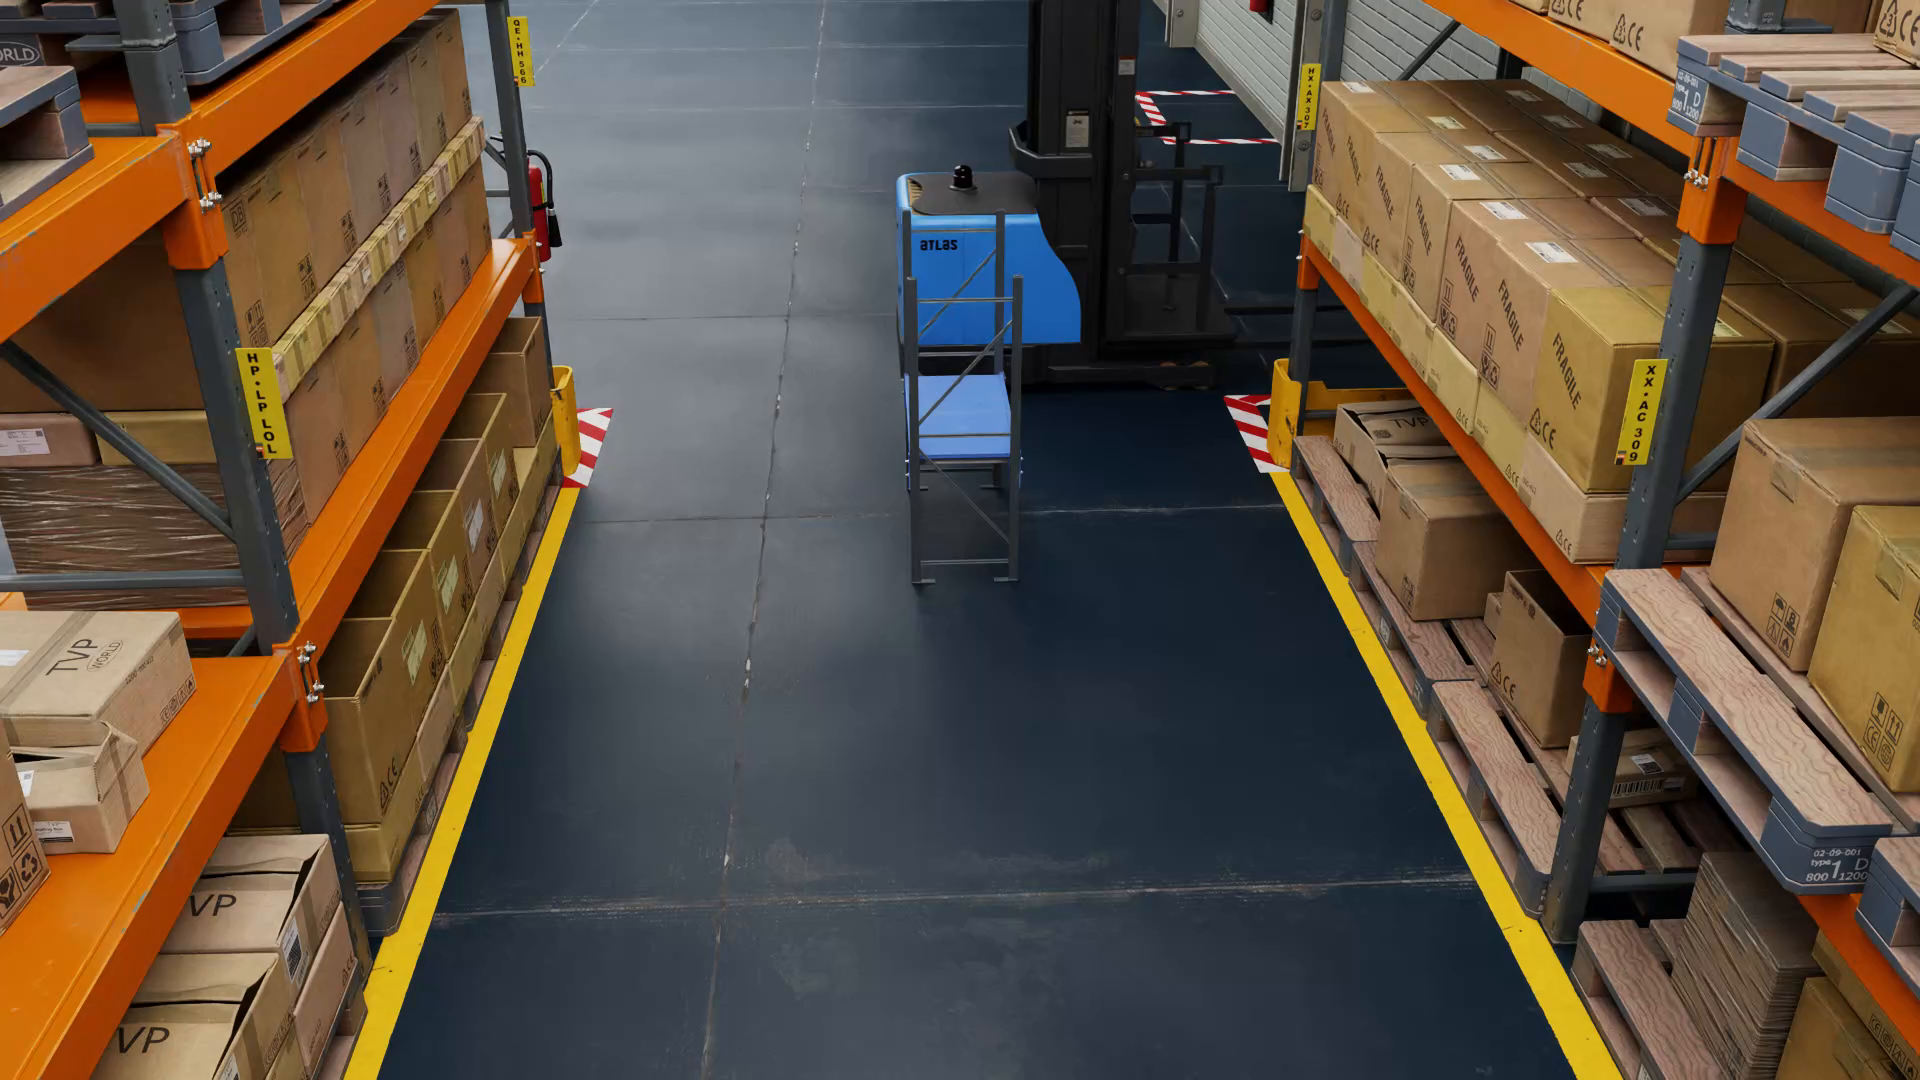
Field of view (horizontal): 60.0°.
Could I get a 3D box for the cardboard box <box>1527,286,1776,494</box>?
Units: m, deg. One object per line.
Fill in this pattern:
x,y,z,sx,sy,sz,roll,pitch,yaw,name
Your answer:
2.164,-0.483,5.262,0.500,0.500,0.500,-1,28,-3,cardboard box

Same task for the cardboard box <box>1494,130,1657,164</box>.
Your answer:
2.574,-1.435,7.088,0.500,0.500,0.500,-2,28,-4,cardboard box

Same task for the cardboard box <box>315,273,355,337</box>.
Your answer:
-2.324,-0.808,5.746,0.380,0.149,0.250,-2,28,-4,cardboard box

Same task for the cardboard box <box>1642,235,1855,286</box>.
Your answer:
2.659,-0.733,5.742,0.500,0.500,0.500,-2,28,-3,cardboard box

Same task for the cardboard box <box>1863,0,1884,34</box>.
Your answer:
2.724,-1.613,4.725,0.500,0.500,0.500,0,28,-1,cardboard box

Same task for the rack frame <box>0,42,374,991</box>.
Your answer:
-2.449,0.124,4.768,1.000,3.000,0.127,-1,28,-3,rack frame

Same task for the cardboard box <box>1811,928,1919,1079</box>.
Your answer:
2.579,1.126,4.263,0.500,0.250,0.500,-2,28,-4,cardboard box

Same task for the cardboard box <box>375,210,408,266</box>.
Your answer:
-2.364,-1.167,6.434,0.380,0.149,0.250,-2,28,-3,cardboard box

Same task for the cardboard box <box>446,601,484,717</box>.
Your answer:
-2.212,0.474,6.618,0.500,0.250,0.500,-1,28,-3,cardboard box

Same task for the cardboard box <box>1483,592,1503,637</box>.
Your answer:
2.434,0.333,6.976,0.380,0.149,0.250,-4,28,-7,cardboard box

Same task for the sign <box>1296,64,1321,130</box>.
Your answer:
1.747,-2.215,8.317,0.100,0.325,0.005,-1,28,-3,sign

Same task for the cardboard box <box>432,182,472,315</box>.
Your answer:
-2.614,-1.309,7.408,0.700,0.500,0.500,-1,28,-1,cardboard box

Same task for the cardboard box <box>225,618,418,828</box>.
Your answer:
-2.161,0.603,5.559,0.500,0.500,0.500,-1,28,-3,cardboard box

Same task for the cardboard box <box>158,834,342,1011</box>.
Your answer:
-2.142,1.089,4.832,0.500,0.311,0.500,-1,28,-3,cardboard box

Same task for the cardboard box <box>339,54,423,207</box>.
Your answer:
-2.583,-1.627,6.614,0.700,0.500,0.500,-1,28,-2,cardboard box

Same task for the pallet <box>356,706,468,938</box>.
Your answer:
-2.449,0.992,6.119,1.003,0.211,1.213,-1,28,-3,pallet

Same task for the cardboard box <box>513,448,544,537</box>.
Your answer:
-2.297,-0.219,7.945,0.500,0.250,0.500,-1,28,-3,cardboard box

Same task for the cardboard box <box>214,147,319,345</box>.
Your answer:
-2.506,-0.933,5.285,0.700,0.500,0.500,-1,28,-3,cardboard box

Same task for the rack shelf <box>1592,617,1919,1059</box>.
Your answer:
2.602,1.245,3.396,1.077,0.370,4.000,-1,28,-3,rack shelf

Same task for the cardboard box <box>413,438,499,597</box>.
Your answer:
-2.241,-0.090,6.887,0.500,0.500,0.500,-1,28,-3,cardboard box

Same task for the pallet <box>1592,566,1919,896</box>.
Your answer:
2.392,0.444,4.362,1.003,0.211,1.213,-1,28,-3,pallet

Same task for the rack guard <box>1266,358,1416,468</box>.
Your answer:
2.293,-0.701,9.053,1.175,0.500,0.348,-1,28,-3,rack guard

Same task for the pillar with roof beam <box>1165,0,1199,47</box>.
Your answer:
-1.736,-9.640,17.002,9.100,9.000,0.400,-1,28,-3,pillar with roof beam

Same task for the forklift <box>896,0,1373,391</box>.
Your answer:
1.132,-2.440,9.758,3.031,2.935,1.130,-2,28,-3,forklift

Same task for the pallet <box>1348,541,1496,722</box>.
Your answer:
2.361,0.365,7.322,1.003,0.211,1.213,-1,28,-3,pallet

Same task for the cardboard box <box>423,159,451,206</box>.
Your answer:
-2.408,-1.528,7.126,0.380,0.149,0.250,-1,28,-2,cardboard box

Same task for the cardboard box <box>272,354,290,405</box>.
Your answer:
-2.283,-0.452,5.064,0.380,0.149,0.250,-1,28,-2,cardboard box

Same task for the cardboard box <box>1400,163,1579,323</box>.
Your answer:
2.089,-1.186,6.610,0.500,0.500,0.500,-1,28,-1,cardboard box

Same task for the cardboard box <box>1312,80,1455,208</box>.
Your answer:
2.014,-1.892,7.963,0.500,0.500,0.500,-1,28,-3,cardboard box

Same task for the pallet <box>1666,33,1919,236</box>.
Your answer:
2.424,-0.956,3.799,1.213,0.211,1.003,-1,28,-3,pallet

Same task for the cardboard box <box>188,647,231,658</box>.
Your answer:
-2.706,0.385,5.977,0.500,0.500,0.500,-1,28,-3,cardboard box

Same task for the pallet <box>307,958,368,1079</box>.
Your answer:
-2.372,1.700,4.762,1.003,0.211,1.213,-1,28,-3,pallet

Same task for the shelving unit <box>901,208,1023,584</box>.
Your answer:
-0.004,-0.704,7.979,0.538,1.500,1.048,-1,28,-3,shelving unit

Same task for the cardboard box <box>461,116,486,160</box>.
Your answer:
-2.448,-1.883,7.807,0.380,0.149,0.250,-2,28,-4,cardboard box

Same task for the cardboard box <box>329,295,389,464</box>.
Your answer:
-2.535,-0.600,6.049,0.700,0.500,0.500,-1,28,-2,cardboard box

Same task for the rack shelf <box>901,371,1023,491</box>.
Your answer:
-0.004,-0.545,8.062,0.538,0.185,1.000,-1,28,-3,rack shelf

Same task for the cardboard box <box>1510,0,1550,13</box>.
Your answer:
2.144,-2.096,5.652,0.500,0.500,0.500,-2,28,-5,cardboard box

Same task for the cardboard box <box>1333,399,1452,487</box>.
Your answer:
2.235,-0.526,8.446,0.500,0.311,0.500,-4,28,-8,cardboard box

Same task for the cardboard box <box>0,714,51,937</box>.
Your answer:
-2.398,0.678,3.598,0.500,0.500,0.500,1,28,1,cardboard box

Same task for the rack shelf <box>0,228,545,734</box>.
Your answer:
-2.553,-0.480,6.705,1.077,0.370,4.000,-1,28,-3,rack shelf

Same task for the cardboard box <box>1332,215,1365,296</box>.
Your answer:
2.039,-1.314,7.667,0.500,0.250,0.500,-2,28,-4,cardboard box

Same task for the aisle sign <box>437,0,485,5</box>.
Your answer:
-2.368,-2.913,7.781,0.394,0.787,0.004,-1,28,-3,aisle sign

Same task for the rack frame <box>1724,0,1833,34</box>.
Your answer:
2.498,-2.657,3.614,1.000,3.000,0.127,-1,28,-3,rack frame

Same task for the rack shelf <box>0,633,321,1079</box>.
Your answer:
-2.345,1.367,3.164,1.077,0.370,4.000,-1,28,-3,rack shelf

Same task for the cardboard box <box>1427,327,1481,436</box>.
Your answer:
2.111,-0.613,6.322,0.500,0.250,0.500,-2,28,-3,cardboard box

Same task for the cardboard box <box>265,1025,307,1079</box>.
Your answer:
-2.113,1.575,4.505,0.500,0.250,0.500,-2,28,-3,cardboard box

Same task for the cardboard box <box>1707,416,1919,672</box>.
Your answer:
2.490,-0.001,4.424,0.700,0.500,0.500,-1,28,-2,cardboard box
